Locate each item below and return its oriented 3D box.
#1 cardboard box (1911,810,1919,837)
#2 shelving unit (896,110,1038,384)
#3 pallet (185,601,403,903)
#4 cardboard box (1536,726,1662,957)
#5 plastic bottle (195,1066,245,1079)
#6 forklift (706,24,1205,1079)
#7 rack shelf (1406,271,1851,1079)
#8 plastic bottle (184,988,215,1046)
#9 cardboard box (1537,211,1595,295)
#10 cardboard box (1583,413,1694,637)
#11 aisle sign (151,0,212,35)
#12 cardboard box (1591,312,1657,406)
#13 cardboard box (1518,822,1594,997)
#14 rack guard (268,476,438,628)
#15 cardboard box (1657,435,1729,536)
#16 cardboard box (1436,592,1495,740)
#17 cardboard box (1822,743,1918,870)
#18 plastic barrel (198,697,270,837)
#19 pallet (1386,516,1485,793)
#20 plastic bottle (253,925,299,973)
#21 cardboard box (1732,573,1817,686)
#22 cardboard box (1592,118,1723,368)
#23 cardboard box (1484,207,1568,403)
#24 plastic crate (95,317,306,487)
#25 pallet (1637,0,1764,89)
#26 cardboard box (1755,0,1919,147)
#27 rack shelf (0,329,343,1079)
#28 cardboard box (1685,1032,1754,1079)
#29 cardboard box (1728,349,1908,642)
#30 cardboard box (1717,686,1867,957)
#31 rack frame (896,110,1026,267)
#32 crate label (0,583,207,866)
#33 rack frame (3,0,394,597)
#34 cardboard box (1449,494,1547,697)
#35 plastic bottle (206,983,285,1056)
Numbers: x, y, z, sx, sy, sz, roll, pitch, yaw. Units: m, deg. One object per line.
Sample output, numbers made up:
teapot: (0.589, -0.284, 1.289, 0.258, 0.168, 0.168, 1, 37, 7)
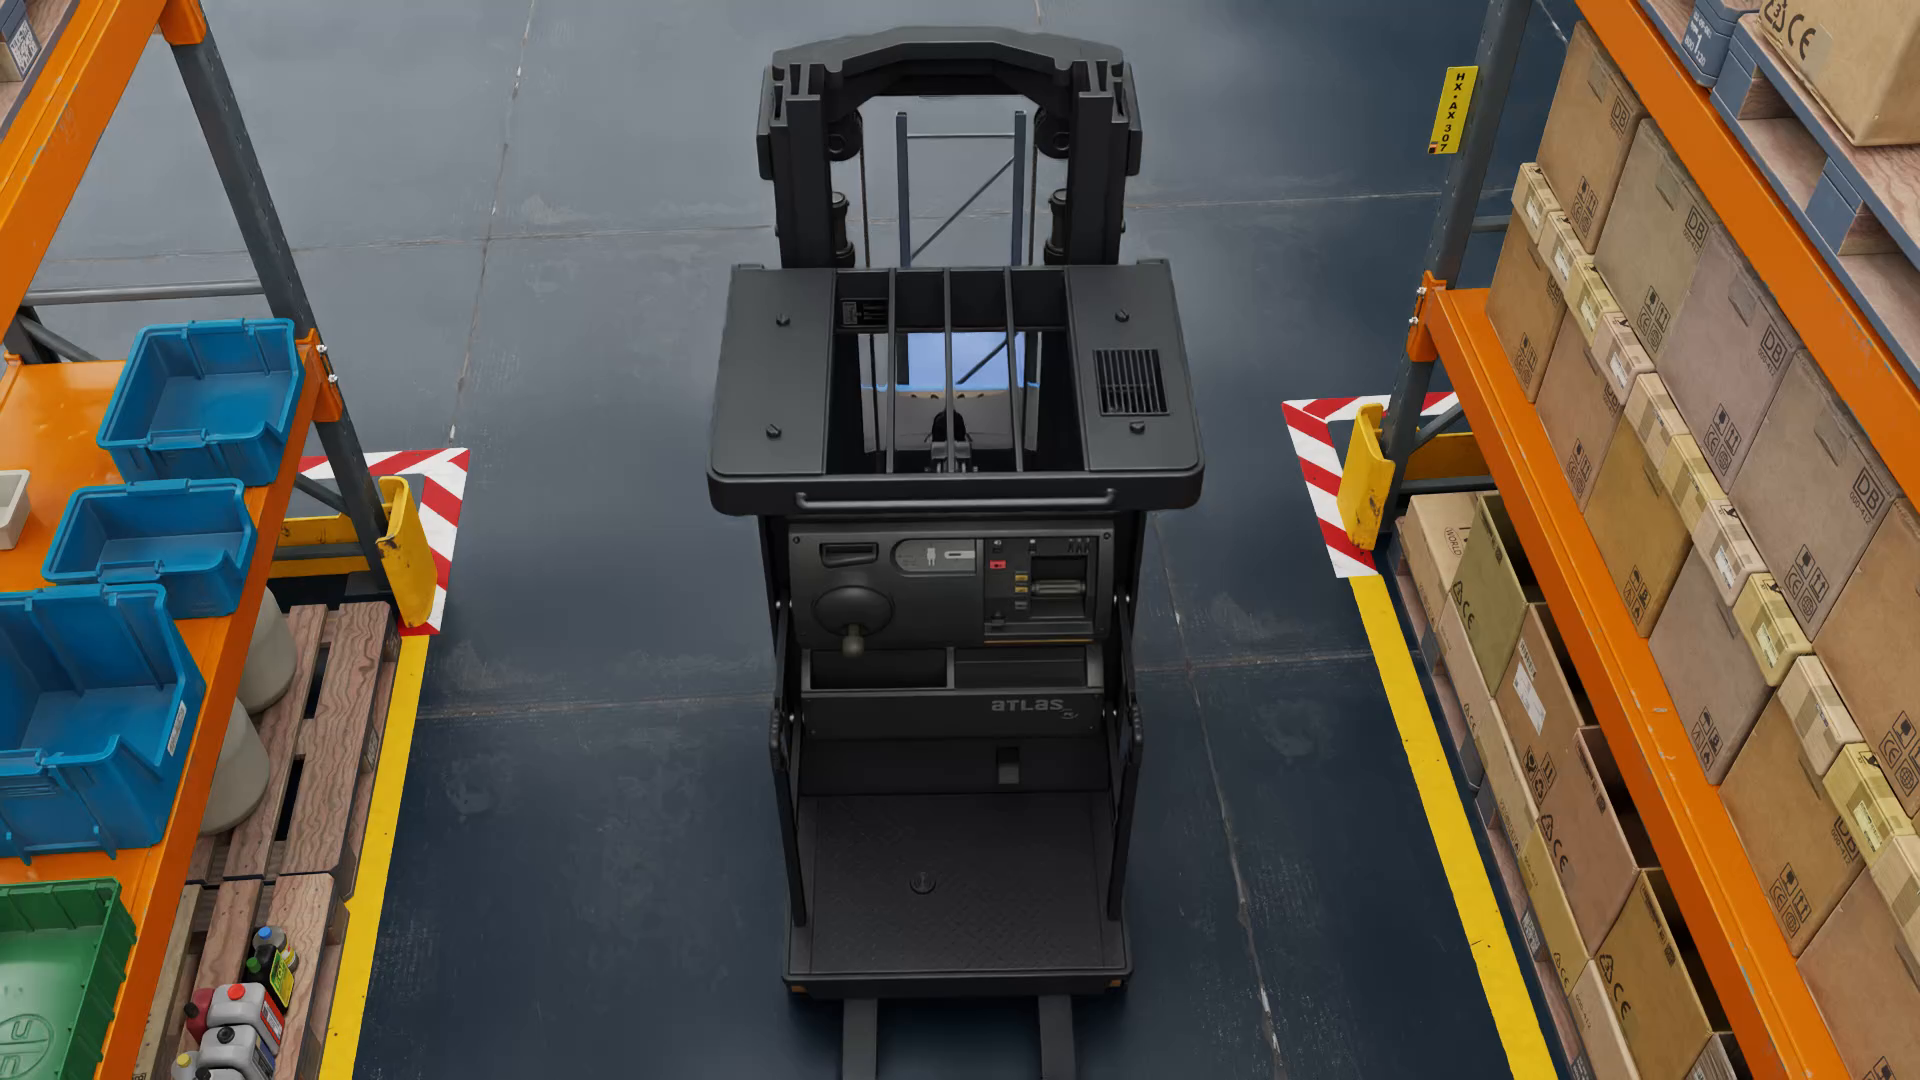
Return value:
cardboard box: (2.436, 0.599, 3.291, 0.700, 0.500, 0.500, -4, 47, -3)
shelving unit: (0.014, -0.752, 6.566, 0.538, 1.500, 1.048, -1, 47, -1)
pallet: (-2.632, 0.769, 6.013, 1.003, 0.211, 1.213, -3, 47, -3)
cardboard box: (2.134, 0.902, 5.054, 0.500, 0.500, 0.500, -3, 47, -3)
plastic bottle: (-2.134, 1.636, 4.793, 0.144, 0.351, 0.185, -2, 47, -2)
forklift: (-0.017, 0.238, 4.643, 1.130, 2.935, 3.031, -1, 47, -1)
rack shelf: (2.356, 0.566, 4.780, 1.077, 0.370, 4.000, -3, 47, -3)
plastic bottle: (-2.270, 1.446, 5.019, 0.061, 0.283, 0.133, -3, 47, -3)
cardboard box: (2.031, -0.898, 5.155, 0.380, 0.149, 0.250, -5, 47, -4)
cardboard box: (2.299, -0.085, 4.832, 0.700, 0.500, 0.500, -3, 47, -3)
aisle sign: (-2.458, -1.794, 4.729, 0.394, 0.787, 0.004, -3, 47, -3)
cardboard box: (2.070, -0.535, 4.811, 0.380, 0.149, 0.250, -4, 47, -4)
cardboard box: (2.135, 1.160, 5.327, 0.500, 0.250, 0.500, -3, 47, -3)
rack guard: (-2.695, 0.082, 6.465, 1.175, 0.500, 0.348, -3, 47, -3)
cardboard box: (2.116, -0.157, 4.454, 0.380, 0.149, 0.250, -4, 47, -4)
cardboard box: (2.057, 0.436, 6.012, 0.500, 0.250, 0.500, -3, 47, -3)
cardboard box: (2.203, 0.588, 3.748, 0.380, 0.149, 0.250, -4, 47, -3)
plastic barrel: (-2.575, 0.715, 5.567, 0.421, 0.512, 0.421, 0, 47, 0)
pallet: (2.294, 0.381, 6.380, 1.003, 0.211, 1.213, -3, 47, -3)
plastic bottle: (-2.158, 1.283, 5.230, 0.097, 0.201, 0.097, 0, 47, 0)
cardboard box: (2.157, 0.214, 4.102, 0.380, 0.149, 0.250, -2, 47, -2)
cardboard box: (2.268, -0.852, 4.665, 0.700, 0.500, 0.500, -5, 47, -4)
cardboard box: (2.215, -0.824, 5.532, 0.700, 0.500, 0.500, -3, 47, -3)
plastic crate: (-2.408, -0.435, 5.335, 0.499, 0.251, 0.616, -3, 47, -3)
pallet: (2.222, -1.616, 4.346, 1.003, 0.211, 1.213, -3, 47, -3)
cardboard box: (2.055, -1.168, 3.407, 0.500, 0.500, 0.500, -3, 47, -3)
rack shelf: (-2.581, 0.865, 4.497, 1.077, 0.370, 4.000, -3, 47, -3)
cardboard box: (2.236, 1.624, 4.370, 0.500, 0.500, 0.500, -3, 47, -3)
cardboard box: (2.353, -0.125, 3.976, 0.700, 0.500, 0.500, -3, 47, -3)
cardboard box: (2.391, 0.666, 4.121, 0.700, 0.500, 0.500, -3, 47, -3)
rack frame: (0.003, -1.121, 6.915, 0.500, 1.500, 0.032, -1, 47, -1)
crate label: (-2.324, 0.473, 4.348, 0.502, 0.435, 0.616, -3, 47, -3)
rack frame: (-2.748, -0.830, 5.606, 1.000, 3.000, 0.127, -3, 47, -3)
cardboard box: (2.055, 0.178, 5.740, 0.500, 0.500, 0.500, -3, 47, -3)
plastic bottle: (-2.164, 1.442, 5.028, 0.152, 0.276, 0.135, -3, 47, -3)
